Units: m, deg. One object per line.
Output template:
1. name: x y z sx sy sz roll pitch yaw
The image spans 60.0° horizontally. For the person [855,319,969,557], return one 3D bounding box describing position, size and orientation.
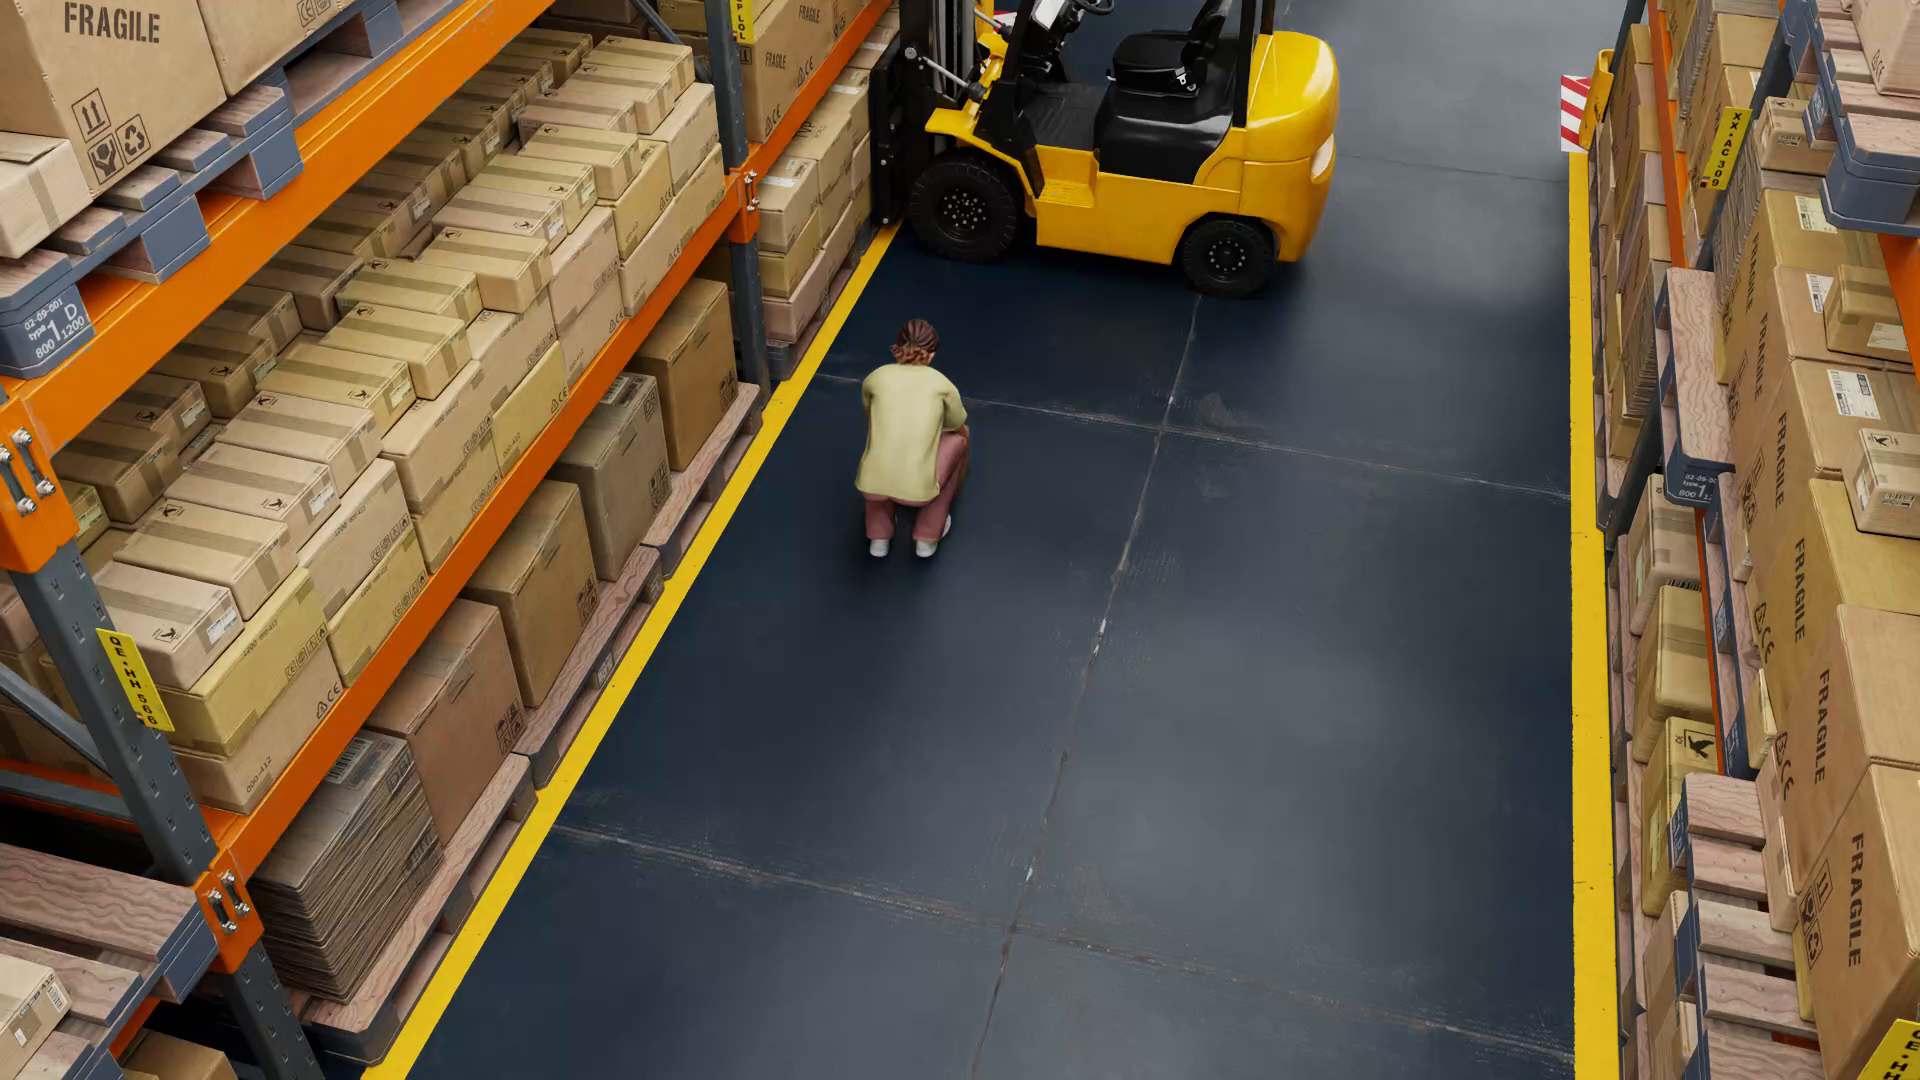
1. person: -0.230 -0.407 7.224 0.480 0.890 0.799 10 42 11
